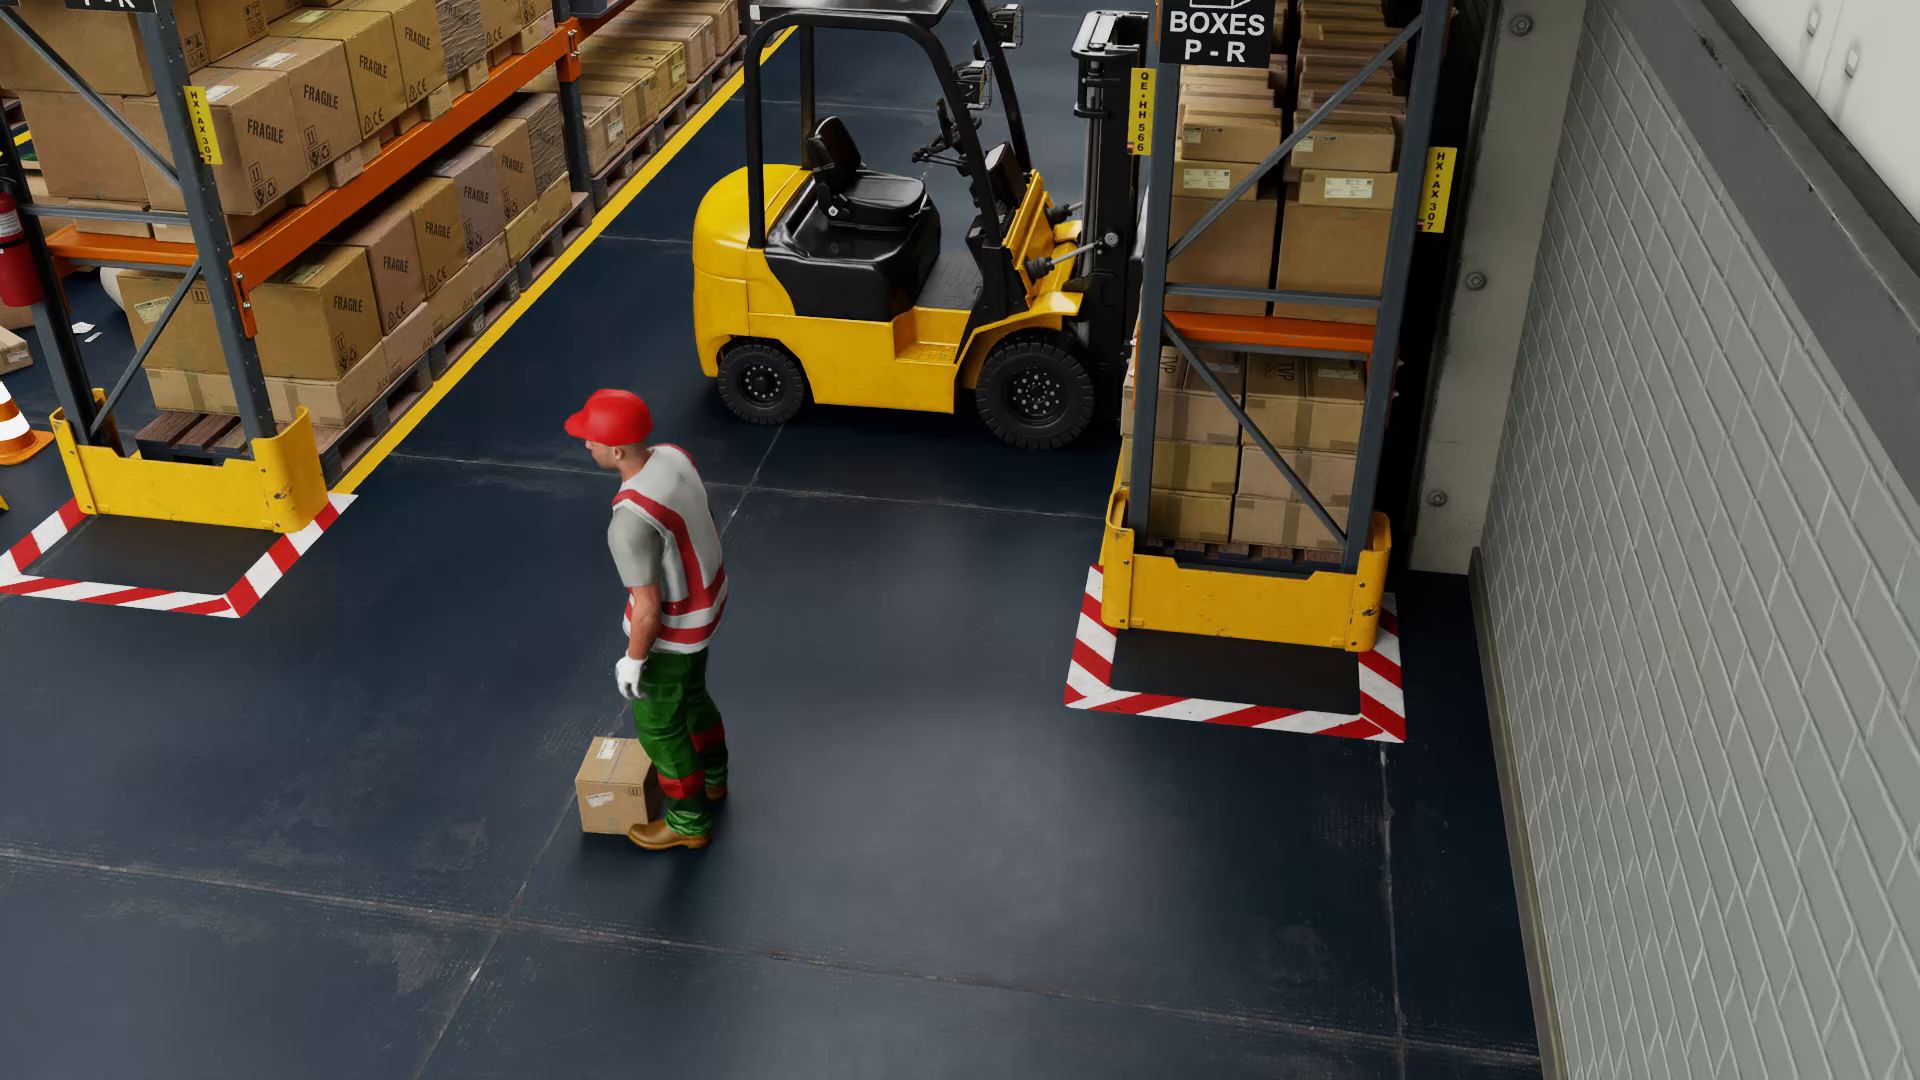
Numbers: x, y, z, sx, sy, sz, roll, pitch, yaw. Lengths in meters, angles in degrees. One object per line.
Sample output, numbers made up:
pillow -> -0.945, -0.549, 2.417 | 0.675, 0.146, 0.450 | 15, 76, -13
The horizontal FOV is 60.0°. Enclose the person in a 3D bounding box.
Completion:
person -> -1.023, 0.280, 5.677 | 0.454, 1.779, 0.610 | 5, 32, 8
